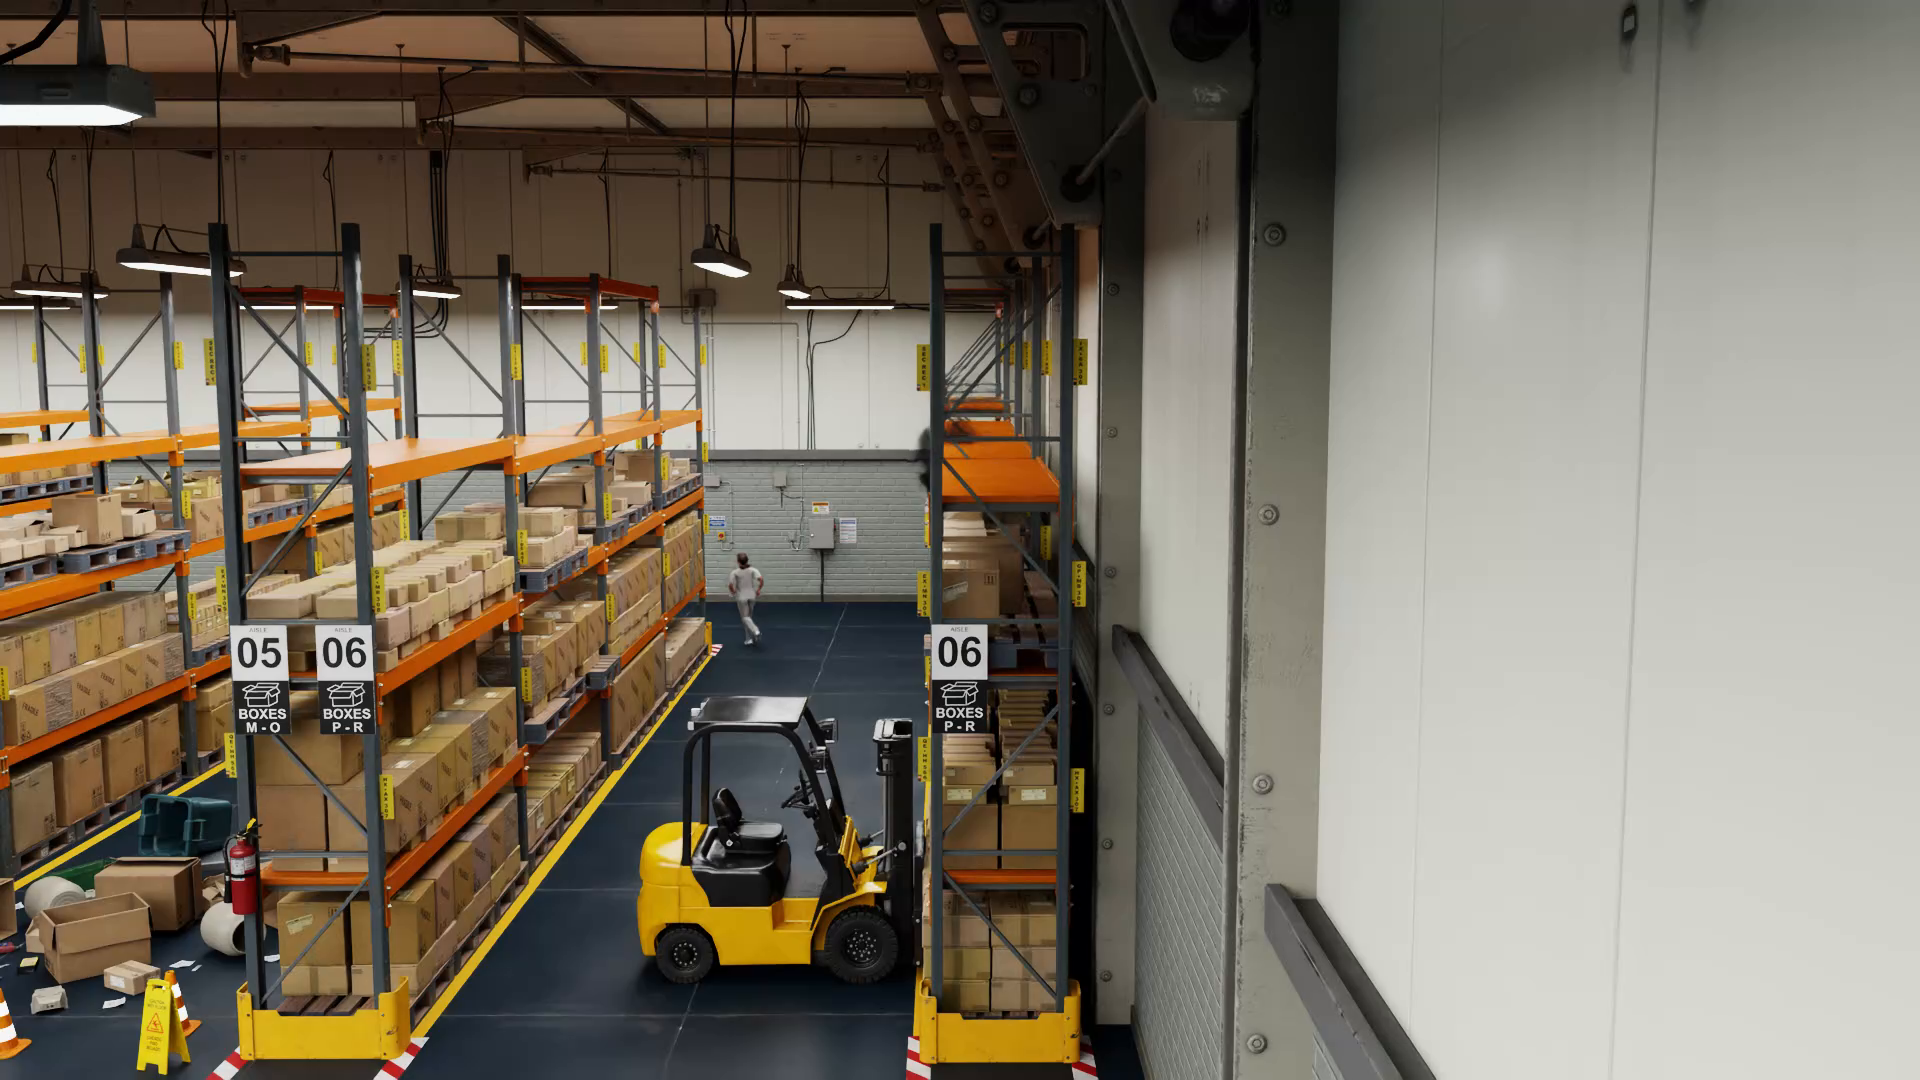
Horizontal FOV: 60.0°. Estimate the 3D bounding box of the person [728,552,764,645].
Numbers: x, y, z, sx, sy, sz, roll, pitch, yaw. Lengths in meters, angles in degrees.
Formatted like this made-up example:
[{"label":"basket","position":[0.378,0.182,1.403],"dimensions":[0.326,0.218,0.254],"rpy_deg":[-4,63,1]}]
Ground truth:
[{"label":"person","position":[-3.679,1.036,28.558],"dimensions":[0.601,1.655,0.729],"rpy_deg":[-4,8,-29]}]
